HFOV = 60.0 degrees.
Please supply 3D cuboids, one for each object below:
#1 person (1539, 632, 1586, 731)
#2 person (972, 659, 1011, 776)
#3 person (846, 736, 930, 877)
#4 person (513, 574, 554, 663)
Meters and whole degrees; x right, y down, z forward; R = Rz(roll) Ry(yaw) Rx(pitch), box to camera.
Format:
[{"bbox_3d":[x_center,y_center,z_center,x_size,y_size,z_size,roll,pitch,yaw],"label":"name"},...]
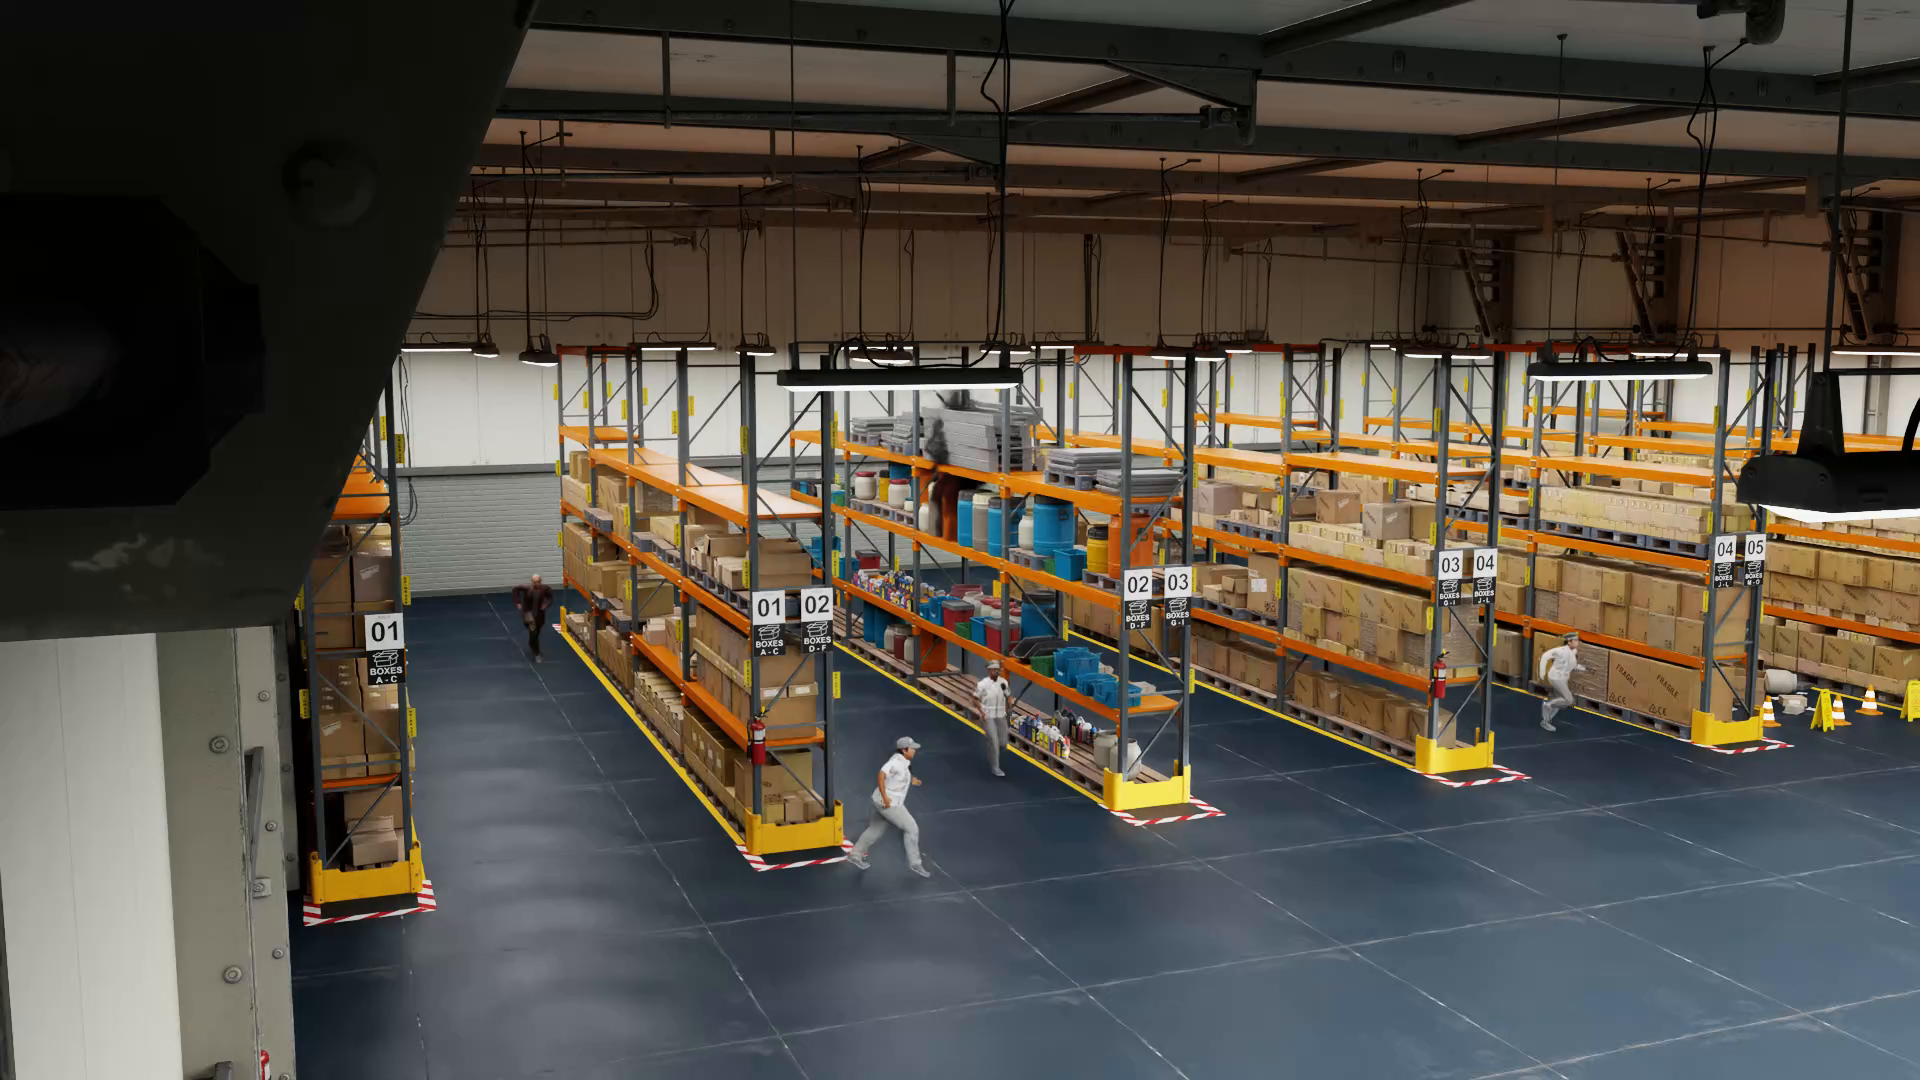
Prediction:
[{"bbox_3d":[9.492,2.220,26.176,0.689,1.612,0.601,7,10,44],"label":"person"},{"bbox_3d":[0.463,2.505,23.718,0.571,1.654,0.665,-3,8,-20],"label":"person"},{"bbox_3d":[-0.830,3.086,19.251,0.964,1.641,0.639,0,7,-4],"label":"person"},{"bbox_3d":[-8.198,1.471,31.931,0.753,1.744,1.055,-3,8,-23],"label":"person"}]
